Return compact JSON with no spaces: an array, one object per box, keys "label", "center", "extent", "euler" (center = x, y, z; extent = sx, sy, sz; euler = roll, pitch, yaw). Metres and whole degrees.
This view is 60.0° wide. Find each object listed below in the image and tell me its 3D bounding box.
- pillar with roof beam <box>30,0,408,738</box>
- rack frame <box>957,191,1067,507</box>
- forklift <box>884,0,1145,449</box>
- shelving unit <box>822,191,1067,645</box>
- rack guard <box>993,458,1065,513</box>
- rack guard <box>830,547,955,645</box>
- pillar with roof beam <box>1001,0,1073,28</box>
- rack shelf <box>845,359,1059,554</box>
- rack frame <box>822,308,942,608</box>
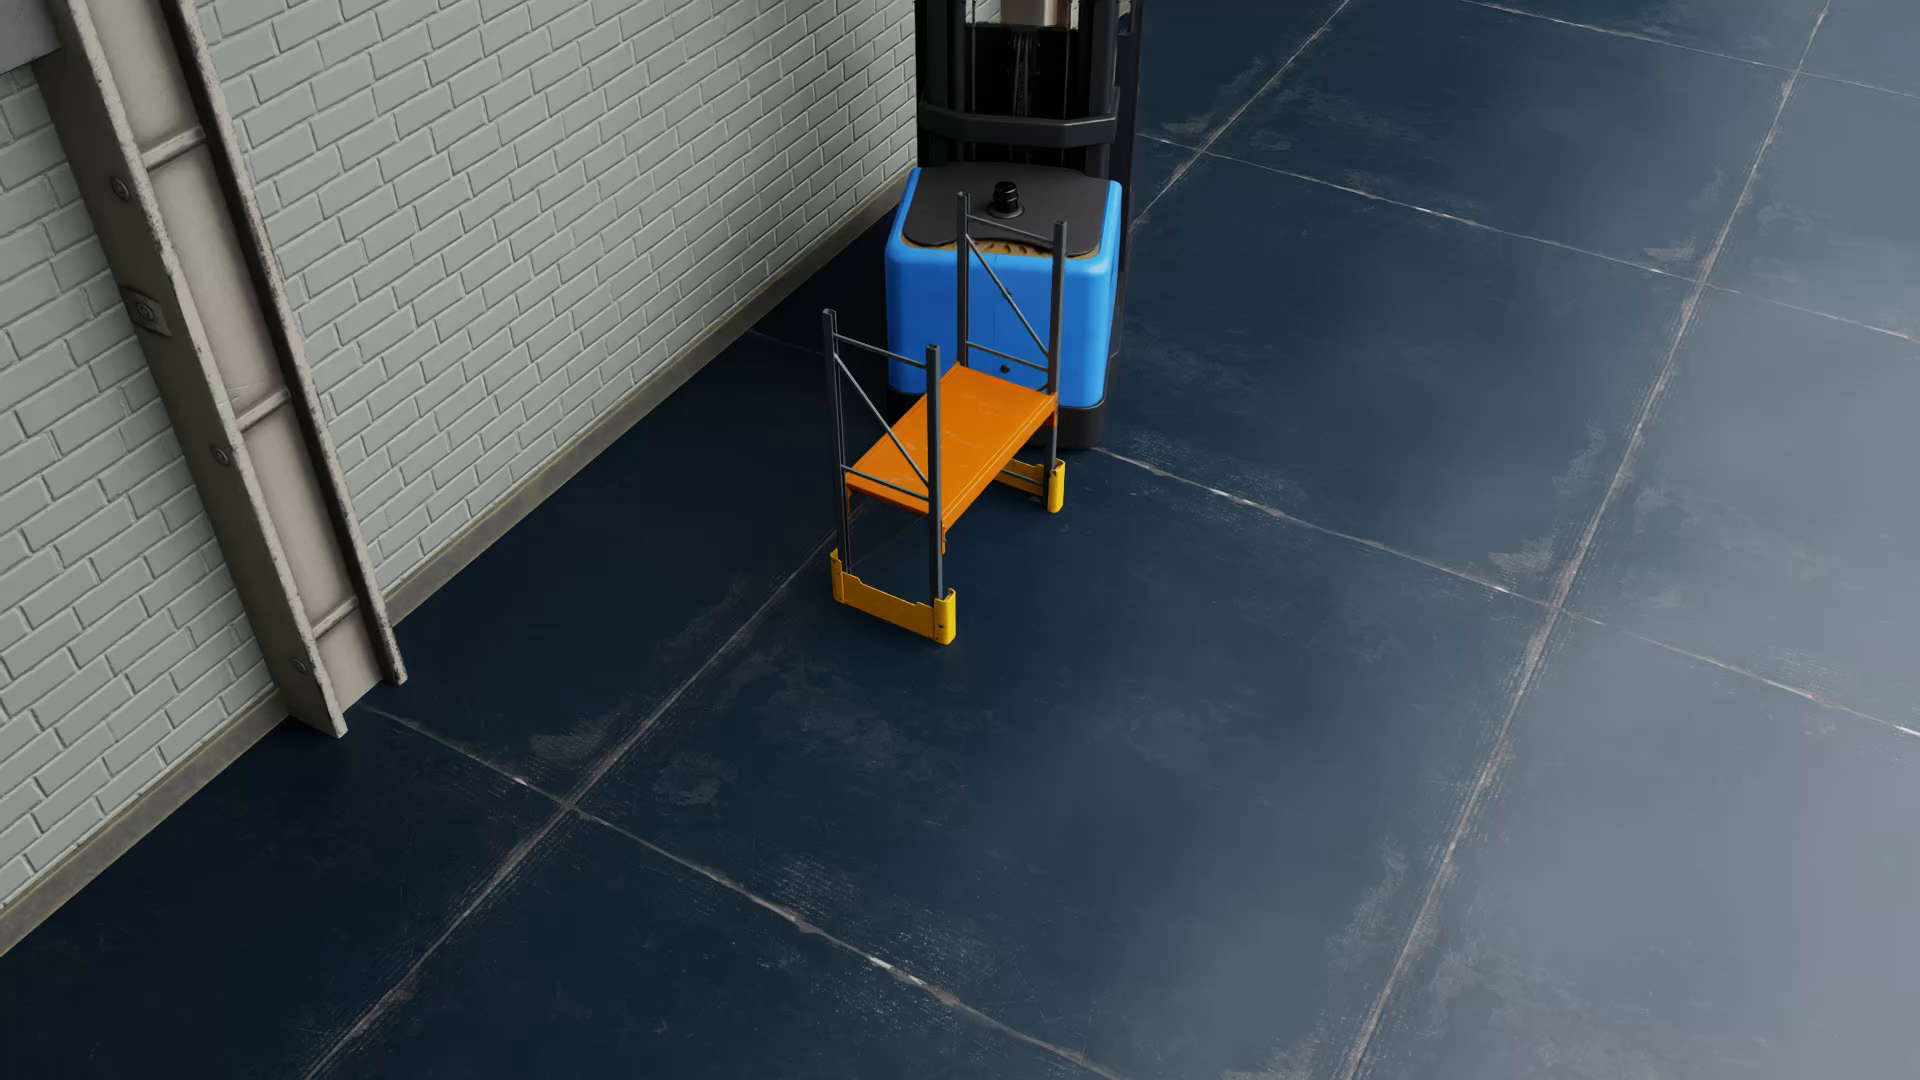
[{"label":"pillar with roof beam","center":[1.203,-1.320,2.256],"extent":[9.100,9.000,0.400],"euler":[21,45,22]},{"label":"rack frame","center":[0.212,-0.805,7.345],"extent":[0.500,1.500,0.032],"euler":[21,45,22]},{"label":"forklift","center":[0.363,-2.510,8.198],"extent":[1.130,2.935,3.031],"euler":[5,42,6]},{"label":"shelving unit","center":[-0.038,-0.519,7.020],"extent":[0.587,1.500,1.083],"euler":[21,45,22]},{"label":"rack guard","center":[0.211,-0.335,7.757],"extent":[0.587,0.250,0.087],"euler":[21,45,22]},{"label":"rack guard","center":[-0.287,0.235,7.110],"extent":[0.587,0.250,0.087],"euler":[21,45,22]},{"label":"pillar with roof beam","center":[4.205,-4.753,6.154],"extent":[9.100,9.000,0.400],"euler":[21,45,22]},{"label":"rack shelf","center":[-0.043,-0.379,7.133],"extent":[0.538,0.185,1.000],"euler":[21,45,22]},{"label":"rack frame","center":[-0.297,-0.223,6.684],"extent":[0.500,1.500,0.032],"euler":[21,45,22]}]
